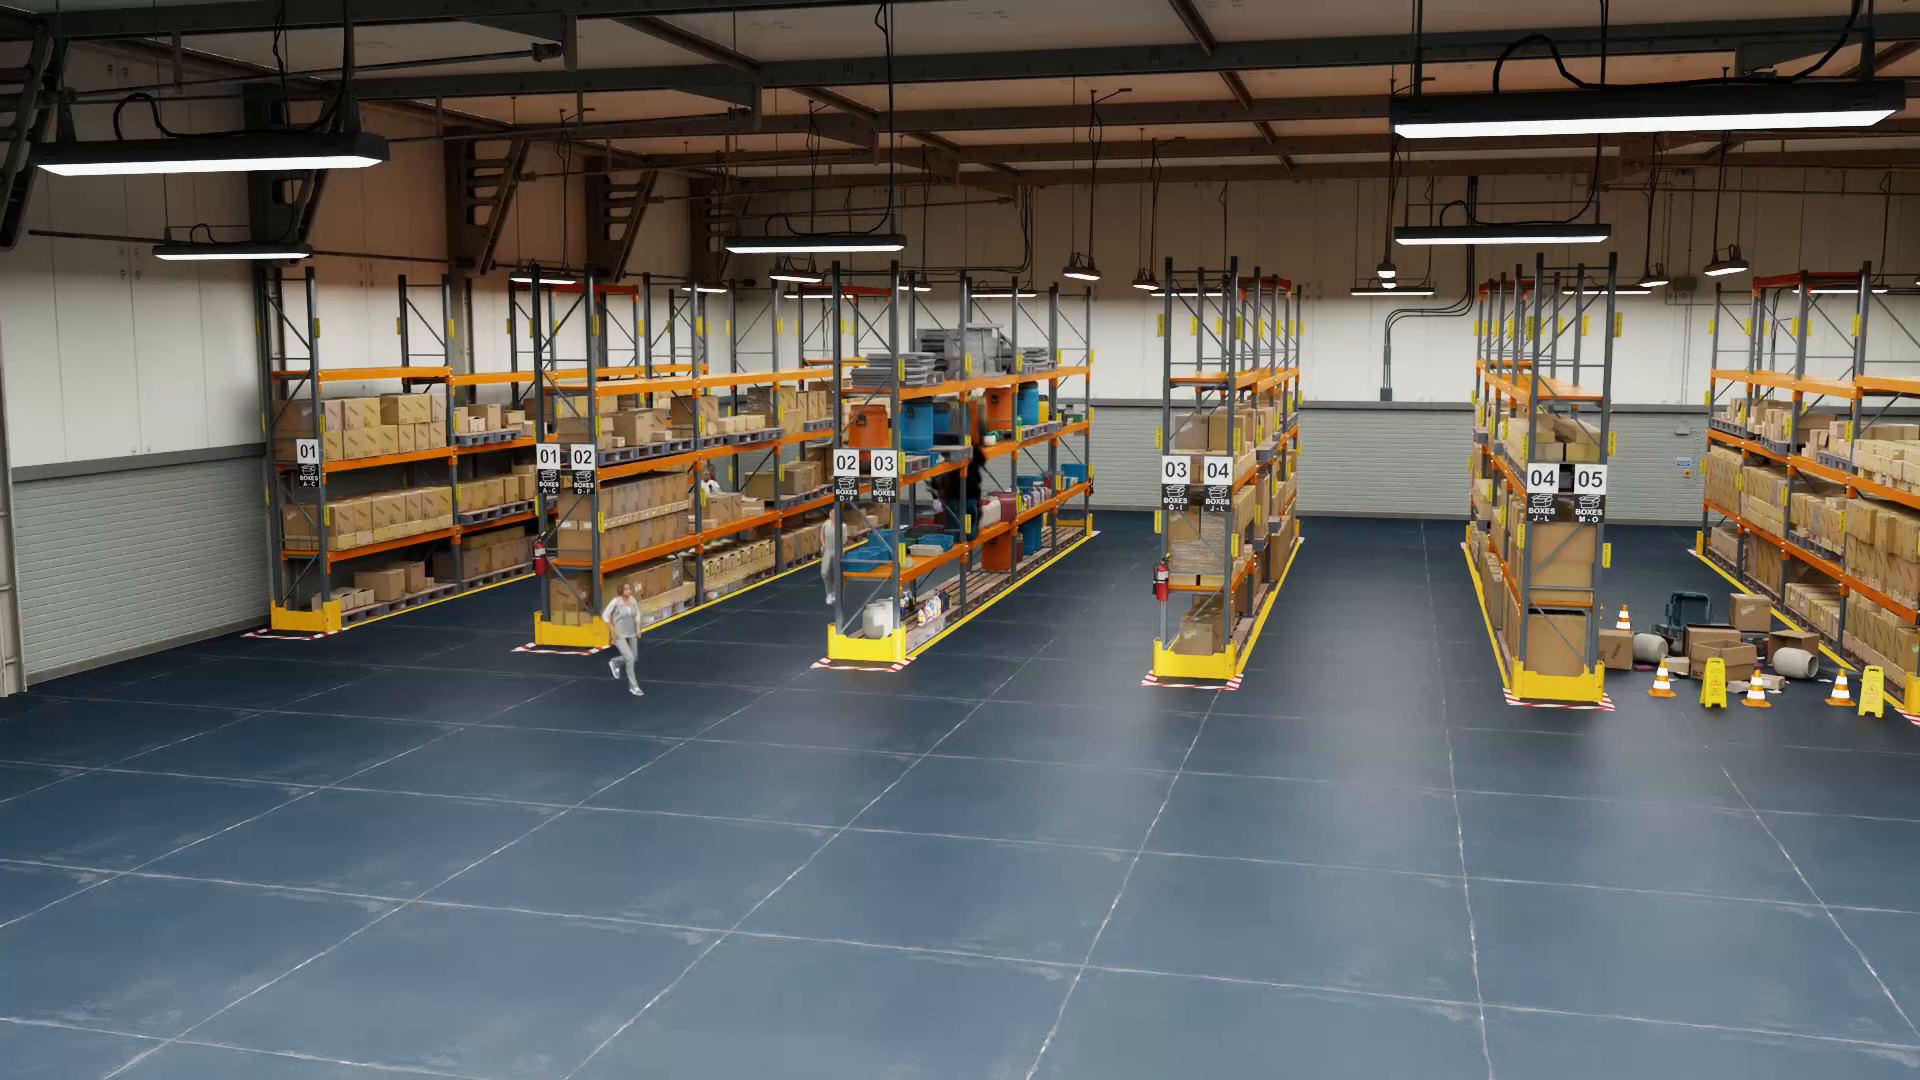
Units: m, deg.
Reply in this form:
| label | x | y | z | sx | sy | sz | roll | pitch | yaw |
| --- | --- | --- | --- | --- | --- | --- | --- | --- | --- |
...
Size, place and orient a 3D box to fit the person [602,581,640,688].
| label | x | y | z | sx | sy | sz | roll | pitch | yaw |
| --- | --- | --- | --- | --- | --- | --- | --- | --- | --- |
| person | -4.685 | 1.292 | 22.974 | 0.559 | 1.489 | 0.570 | -7 | 10 | -44 |

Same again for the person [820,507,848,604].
| label | x | y | z | sx | sy | sz | roll | pitch | yaw |
| --- | --- | --- | --- | --- | --- | --- | --- | --- | --- |
| person | -2.196 | 0.268 | 28.694 | 0.539 | 1.695 | 0.633 | 1 | 7 | 11 |

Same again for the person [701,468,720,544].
| label | x | y | z | sx | sy | sz | roll | pitch | yaw |
| --- | --- | --- | --- | --- | --- | --- | --- | --- | --- |
| person | -5.836 | -0.738 | 38.388 | 0.659 | 1.854 | 0.726 | 0 | 7 | 3 |

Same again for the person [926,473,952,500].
| label | x | y | z | sx | sy | sz | roll | pitch | yaw |
| --- | --- | --- | --- | --- | --- | --- | --- | --- | --- |
| person | -0.421 | -1.048 | 41.365 | 0.836 | 1.638 | 0.663 | -1 | 7 | -7 |

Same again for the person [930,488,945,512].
| label | x | y | z | sx | sy | sz | roll | pitch | yaw |
| --- | --- | --- | --- | --- | --- | --- | --- | --- | --- |
| person | -0.370 | -0.324 | 35.878 | 0.616 | 1.606 | 0.550 | 2 | 7 | 13 |
